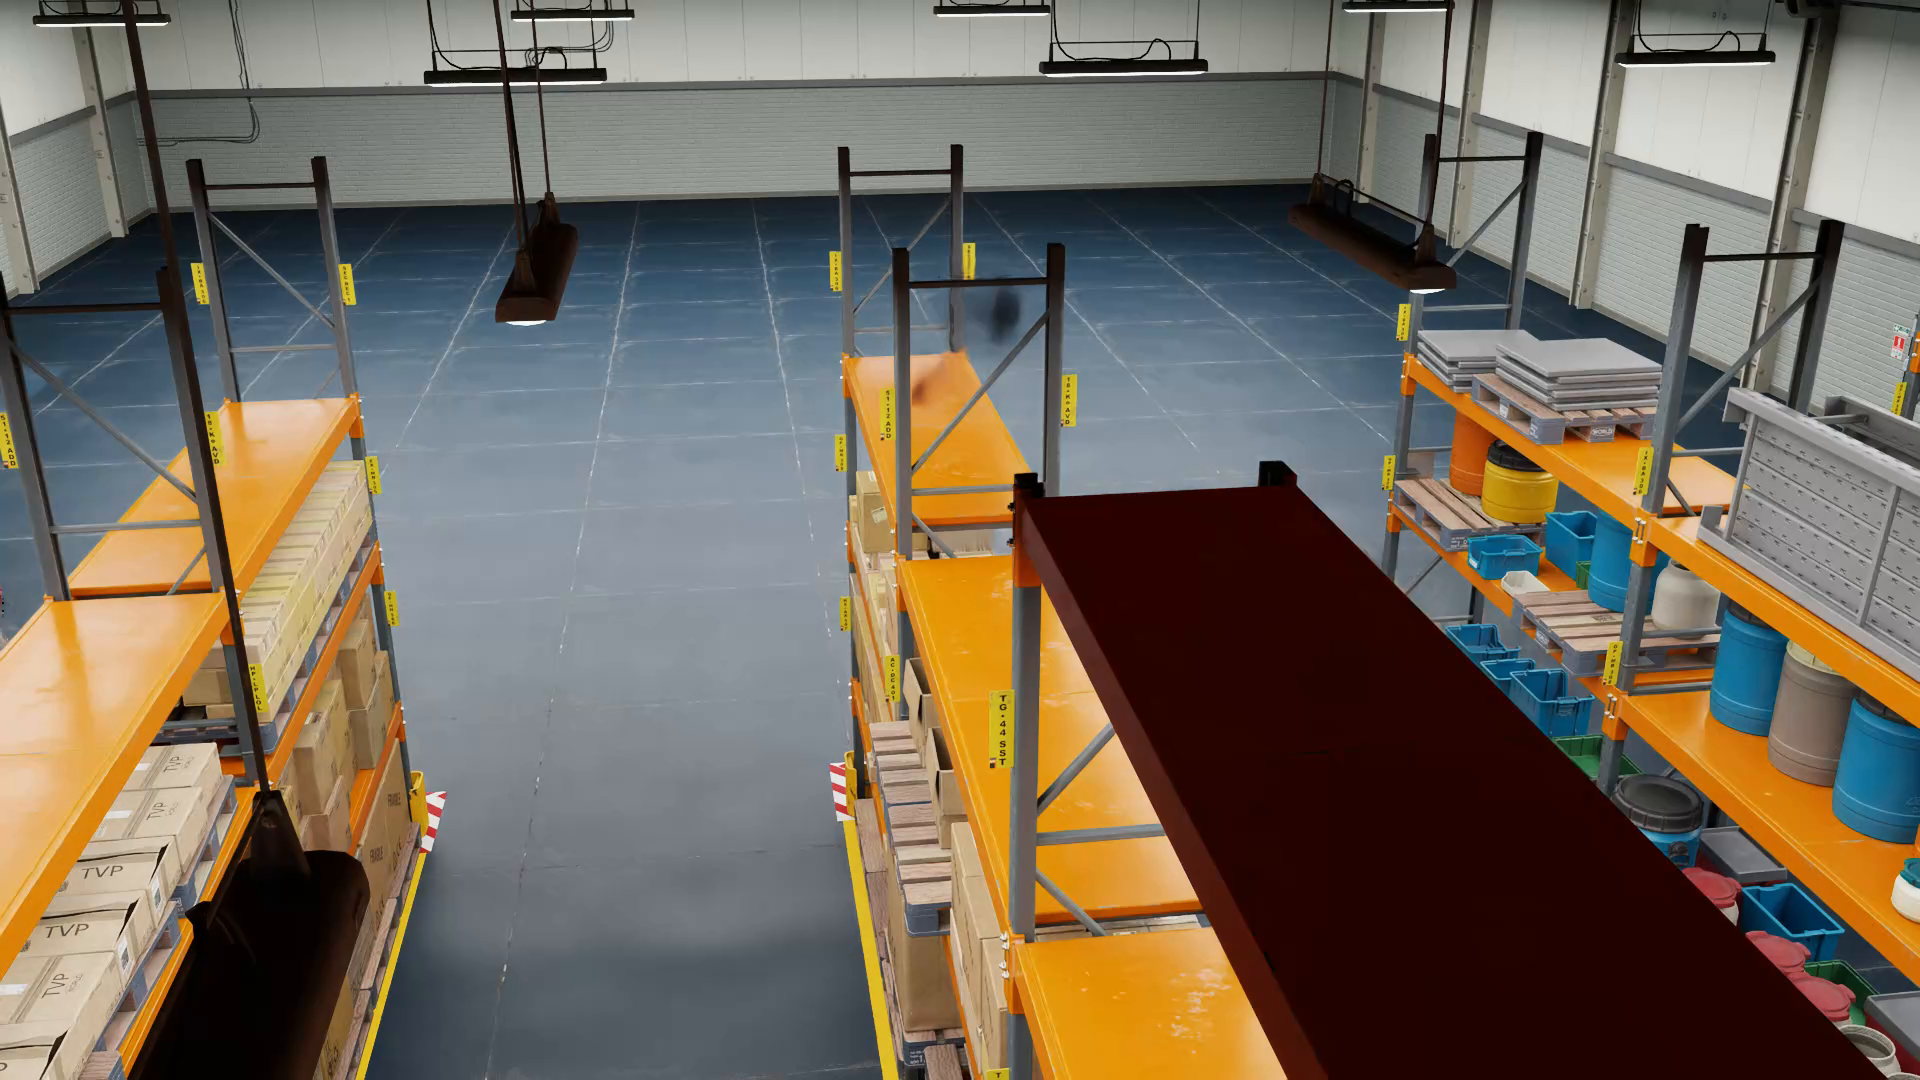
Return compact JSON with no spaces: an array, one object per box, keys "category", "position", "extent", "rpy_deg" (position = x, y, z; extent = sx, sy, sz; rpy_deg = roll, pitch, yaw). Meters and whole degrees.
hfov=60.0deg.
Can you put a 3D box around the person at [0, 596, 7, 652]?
[{"category":"person","position":[-10.224,0.893,17.194],"extent":[0.864,1.732,0.634],"rpy_deg":[-12,25,-29]}]
